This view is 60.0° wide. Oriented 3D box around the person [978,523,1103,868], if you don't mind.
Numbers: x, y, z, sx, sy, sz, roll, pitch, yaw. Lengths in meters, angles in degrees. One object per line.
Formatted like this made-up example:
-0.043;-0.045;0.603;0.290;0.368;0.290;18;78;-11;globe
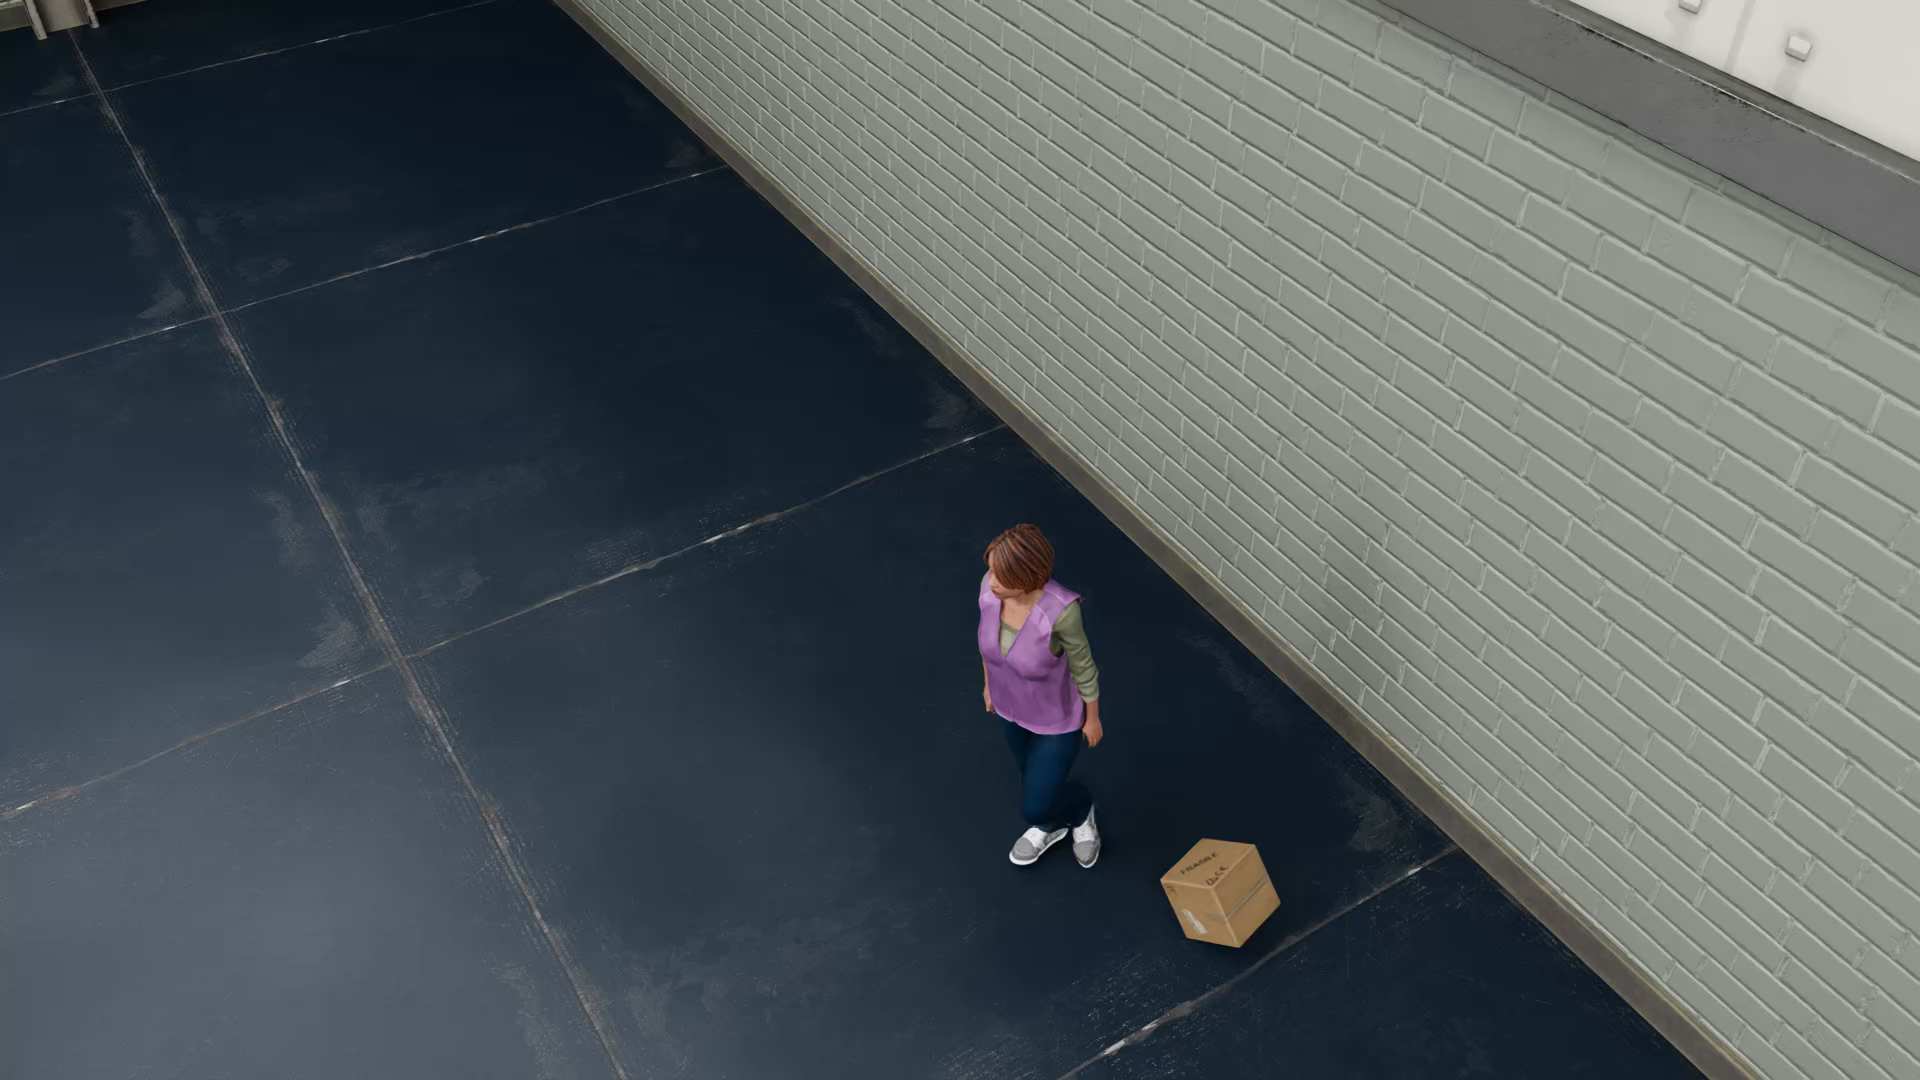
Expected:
0.265;0.544;5.530;0.465;1.588;0.421;31;50;31;person
